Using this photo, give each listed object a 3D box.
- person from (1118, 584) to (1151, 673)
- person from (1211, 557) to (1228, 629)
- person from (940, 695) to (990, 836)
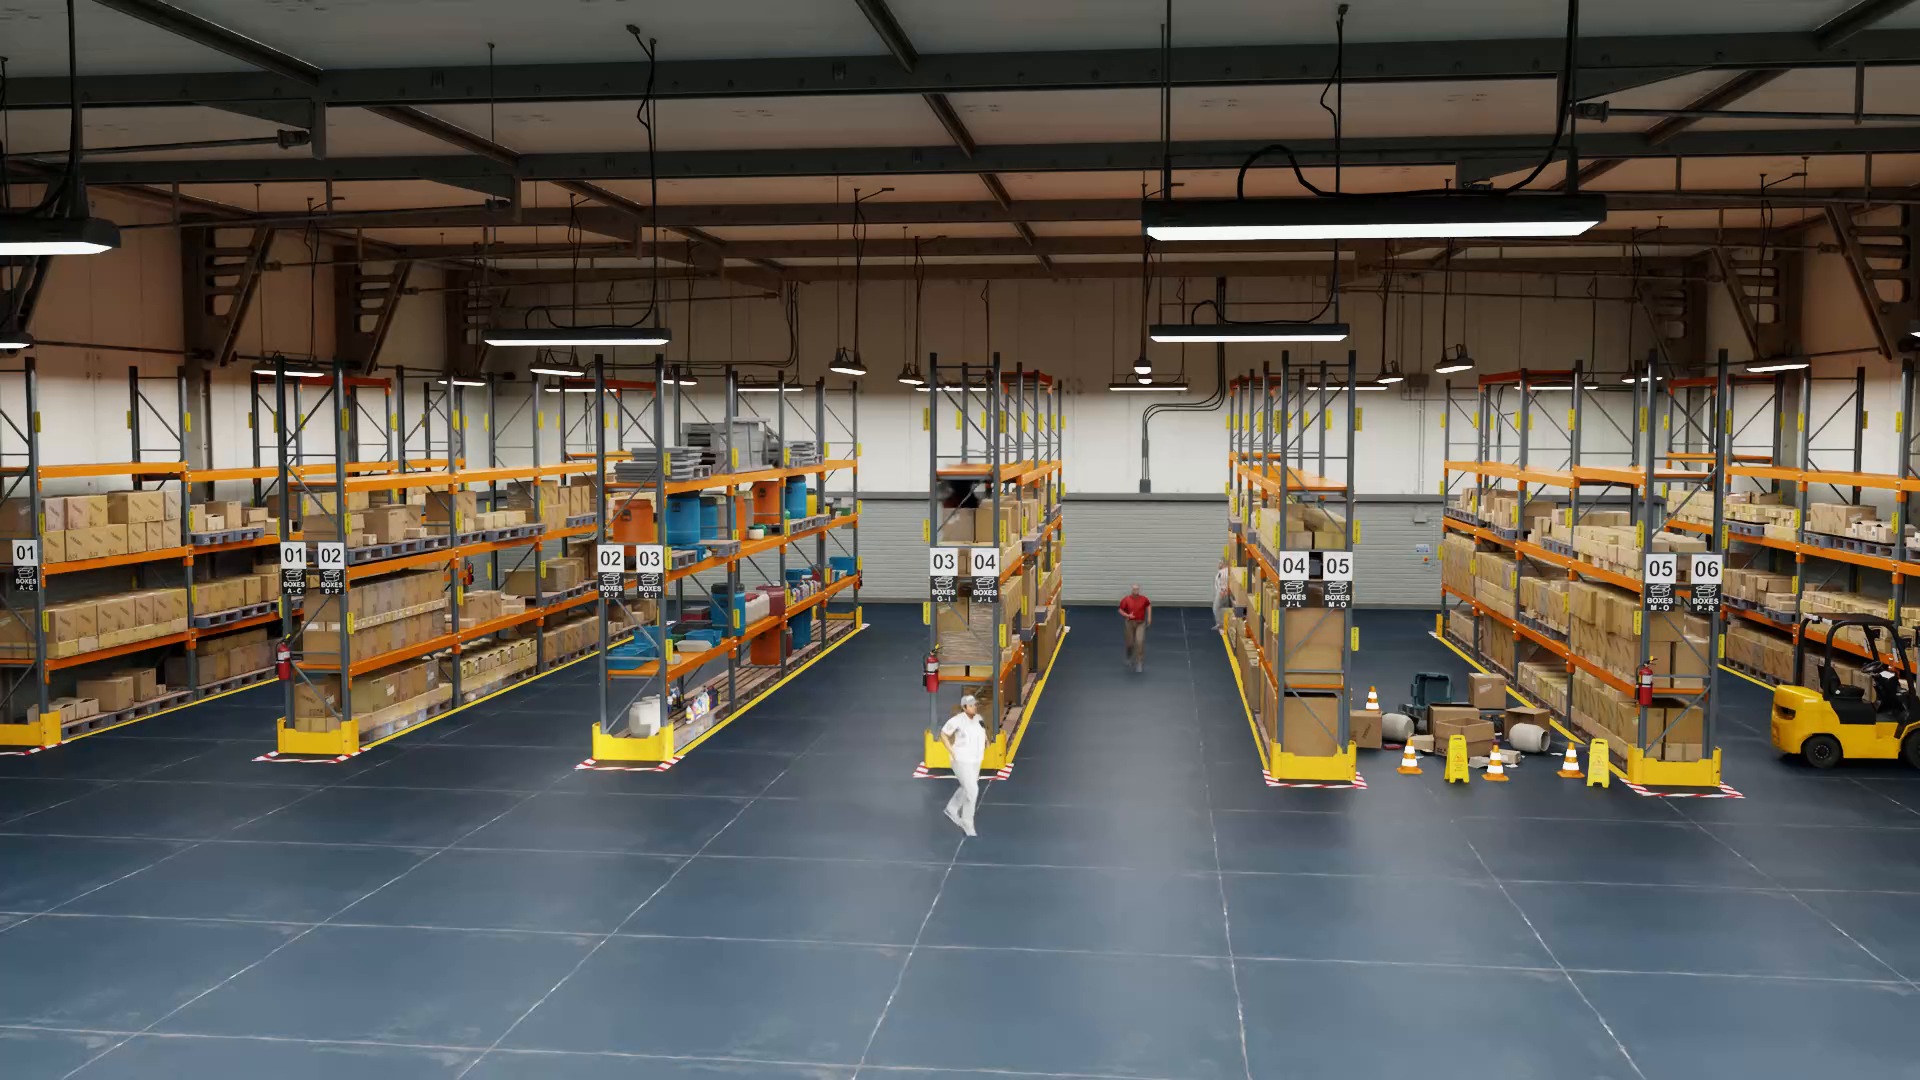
[{"bbox_3d":[3.541,1.763,33.651,0.683,1.764,0.872,0,4,0],"label":"person"},{"bbox_3d":[6.407,1.294,40.325,0.650,1.762,0.701,0,4,4],"label":"person"},{"bbox_3d":[0.057,2.749,20.406,0.704,1.741,0.627,4,6,44],"label":"person"}]
